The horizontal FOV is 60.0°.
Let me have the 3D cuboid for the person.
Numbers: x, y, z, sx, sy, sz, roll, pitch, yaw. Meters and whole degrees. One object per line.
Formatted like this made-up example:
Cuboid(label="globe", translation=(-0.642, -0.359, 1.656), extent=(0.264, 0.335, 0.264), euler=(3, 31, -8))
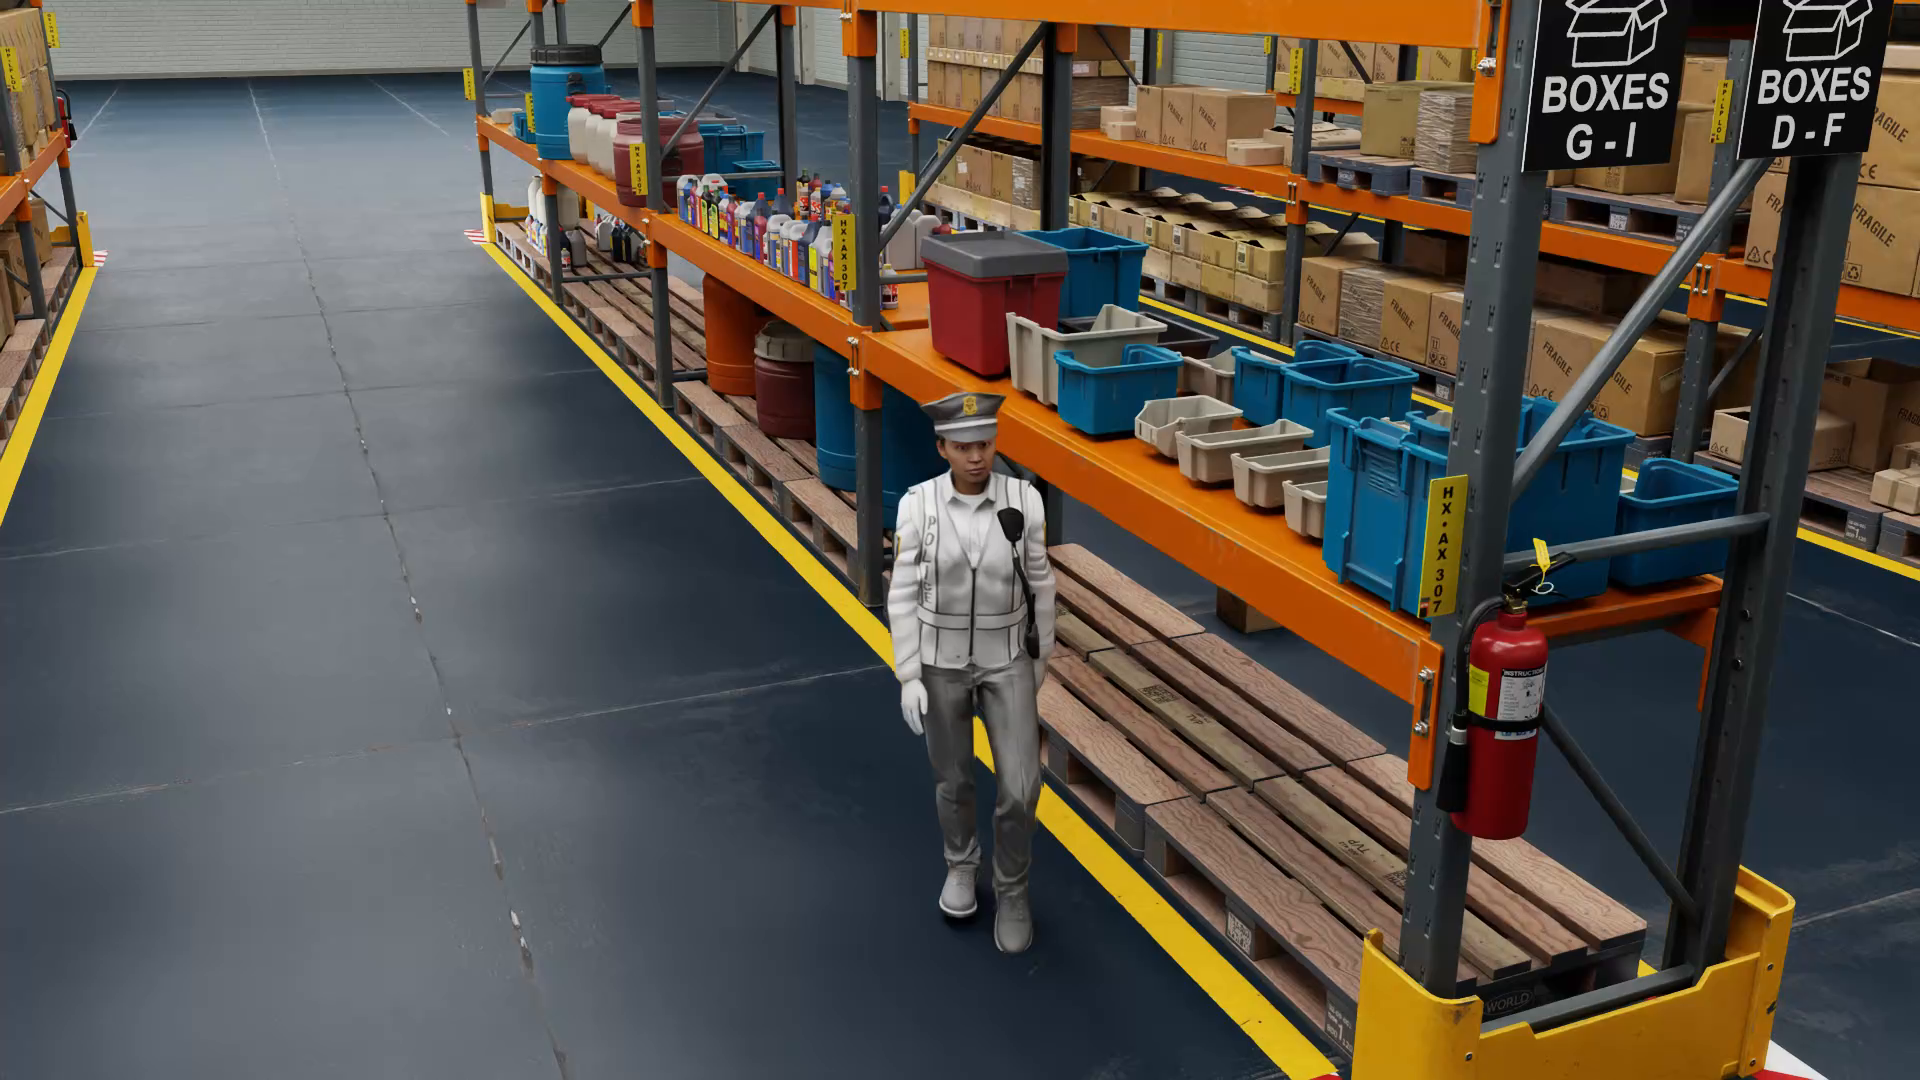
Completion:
Cuboid(label="person", translation=(0.037, 0.394, 4.886), extent=(0.495, 1.733, 0.481), euler=(0, 19, 0))
